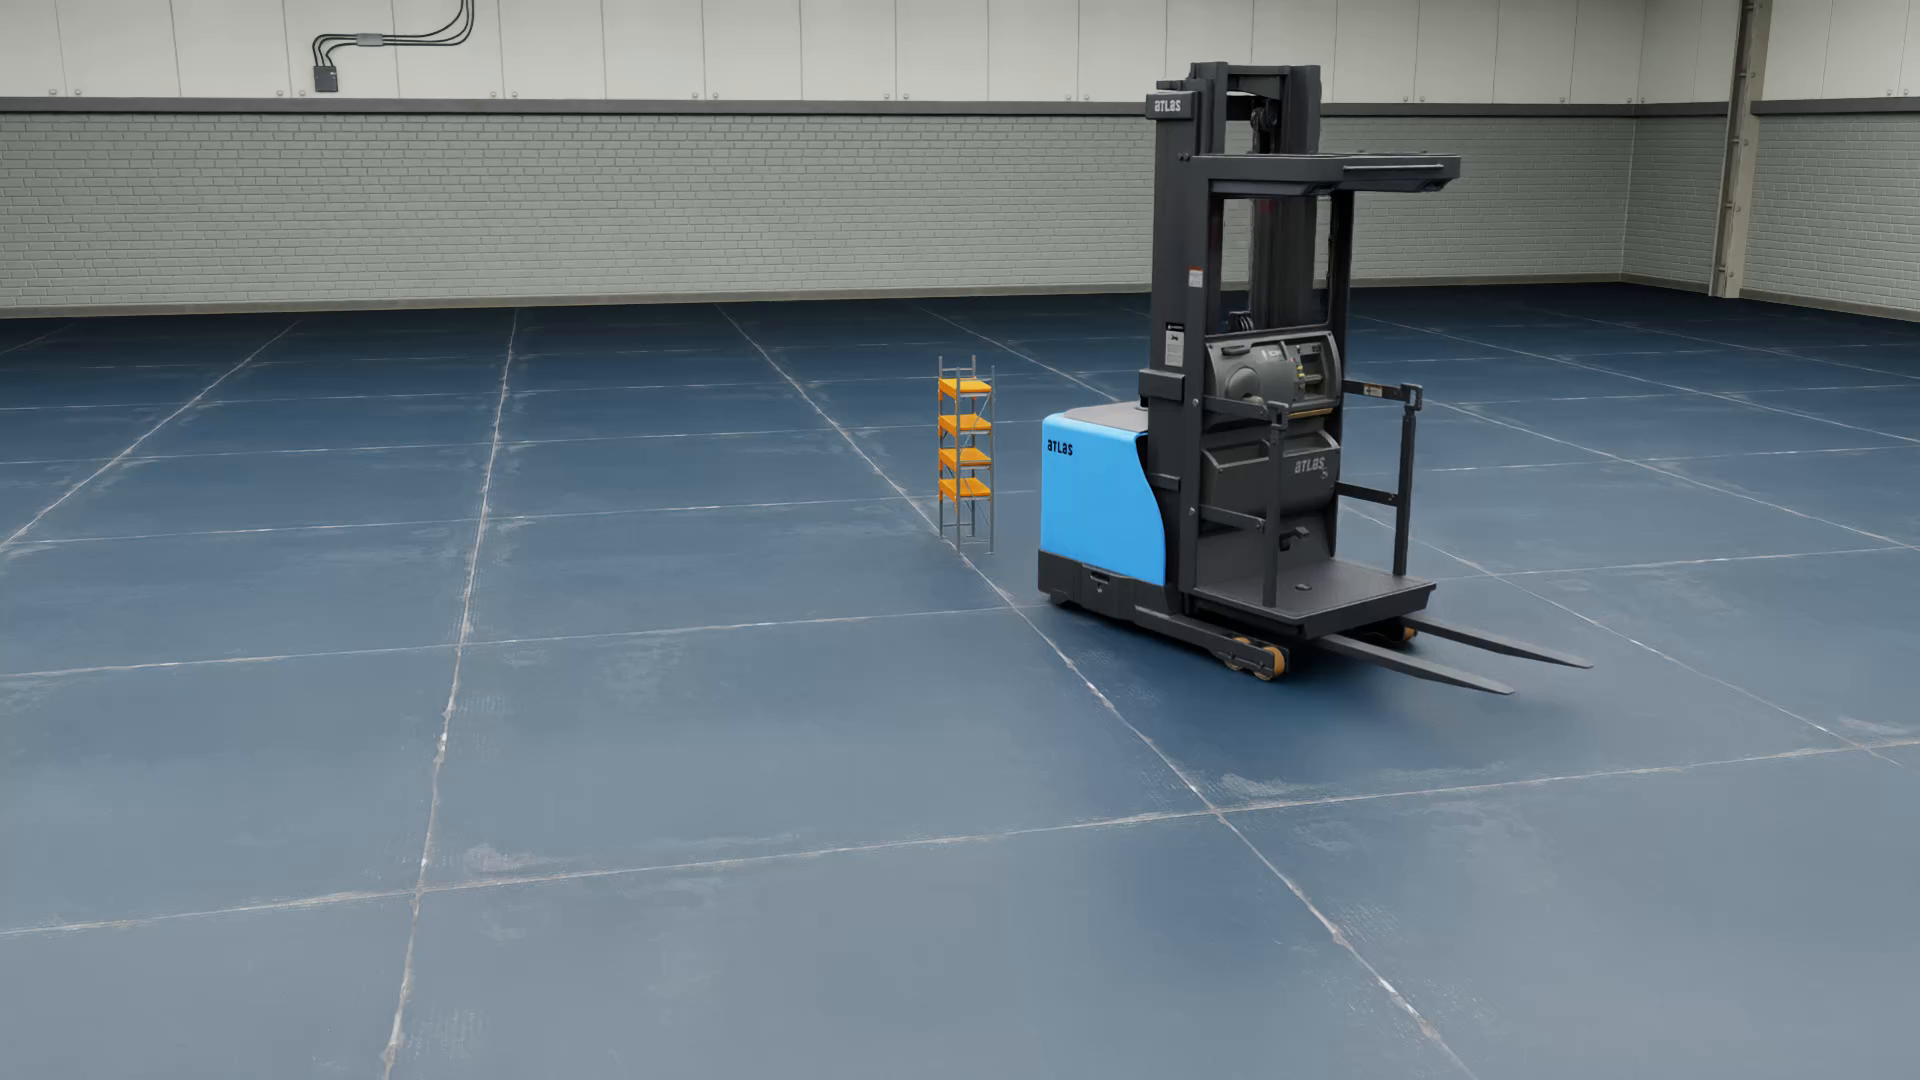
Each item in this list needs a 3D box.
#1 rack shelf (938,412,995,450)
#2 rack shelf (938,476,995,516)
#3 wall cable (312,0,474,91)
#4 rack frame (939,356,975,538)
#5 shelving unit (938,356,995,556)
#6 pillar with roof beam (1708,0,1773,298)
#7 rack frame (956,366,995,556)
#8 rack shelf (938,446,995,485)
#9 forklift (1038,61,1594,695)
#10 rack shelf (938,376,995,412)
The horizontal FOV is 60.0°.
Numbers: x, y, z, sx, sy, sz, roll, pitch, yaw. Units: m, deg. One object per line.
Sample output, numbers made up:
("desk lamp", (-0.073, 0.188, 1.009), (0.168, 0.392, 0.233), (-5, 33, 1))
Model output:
("rack shelf", (0.039, -0.697, 10.591), (0.258, 0.148, 0.480), (-3, 14, -13))
("rack shelf", (0.039, -0.286, 10.691), (0.258, 0.148, 0.480), (-3, 14, -13))
("wall cable", (-8.279, -9.530, 23.807), (2.305, 6.003, 0.169), (-3, 14, -13))
("rack frame", (-0.018, -0.601, 10.859), (0.240, 1.200, 0.015), (-3, 14, -13))
("shelving unit", (0.039, -0.545, 10.628), (0.258, 1.200, 0.503), (-3, 14, -13))
("pillar with roof beam", (8.330, -8.115, 25.181), (9.100, 9.000, 0.400), (-3, 14, -13))
("rack frame", (0.096, -0.488, 10.398), (0.240, 1.200, 0.015), (-3, 14, -13))
("rack shelf", (0.039, -0.479, 10.644), (0.258, 0.148, 0.480), (-3, 14, -13))
("forklift", (1.734, -0.870, 8.314), (1.130, 2.935, 3.031), (-10, 17, -36))
("rack shelf", (0.039, -0.926, 10.535), (0.258, 0.148, 0.480), (-3, 14, -13))
